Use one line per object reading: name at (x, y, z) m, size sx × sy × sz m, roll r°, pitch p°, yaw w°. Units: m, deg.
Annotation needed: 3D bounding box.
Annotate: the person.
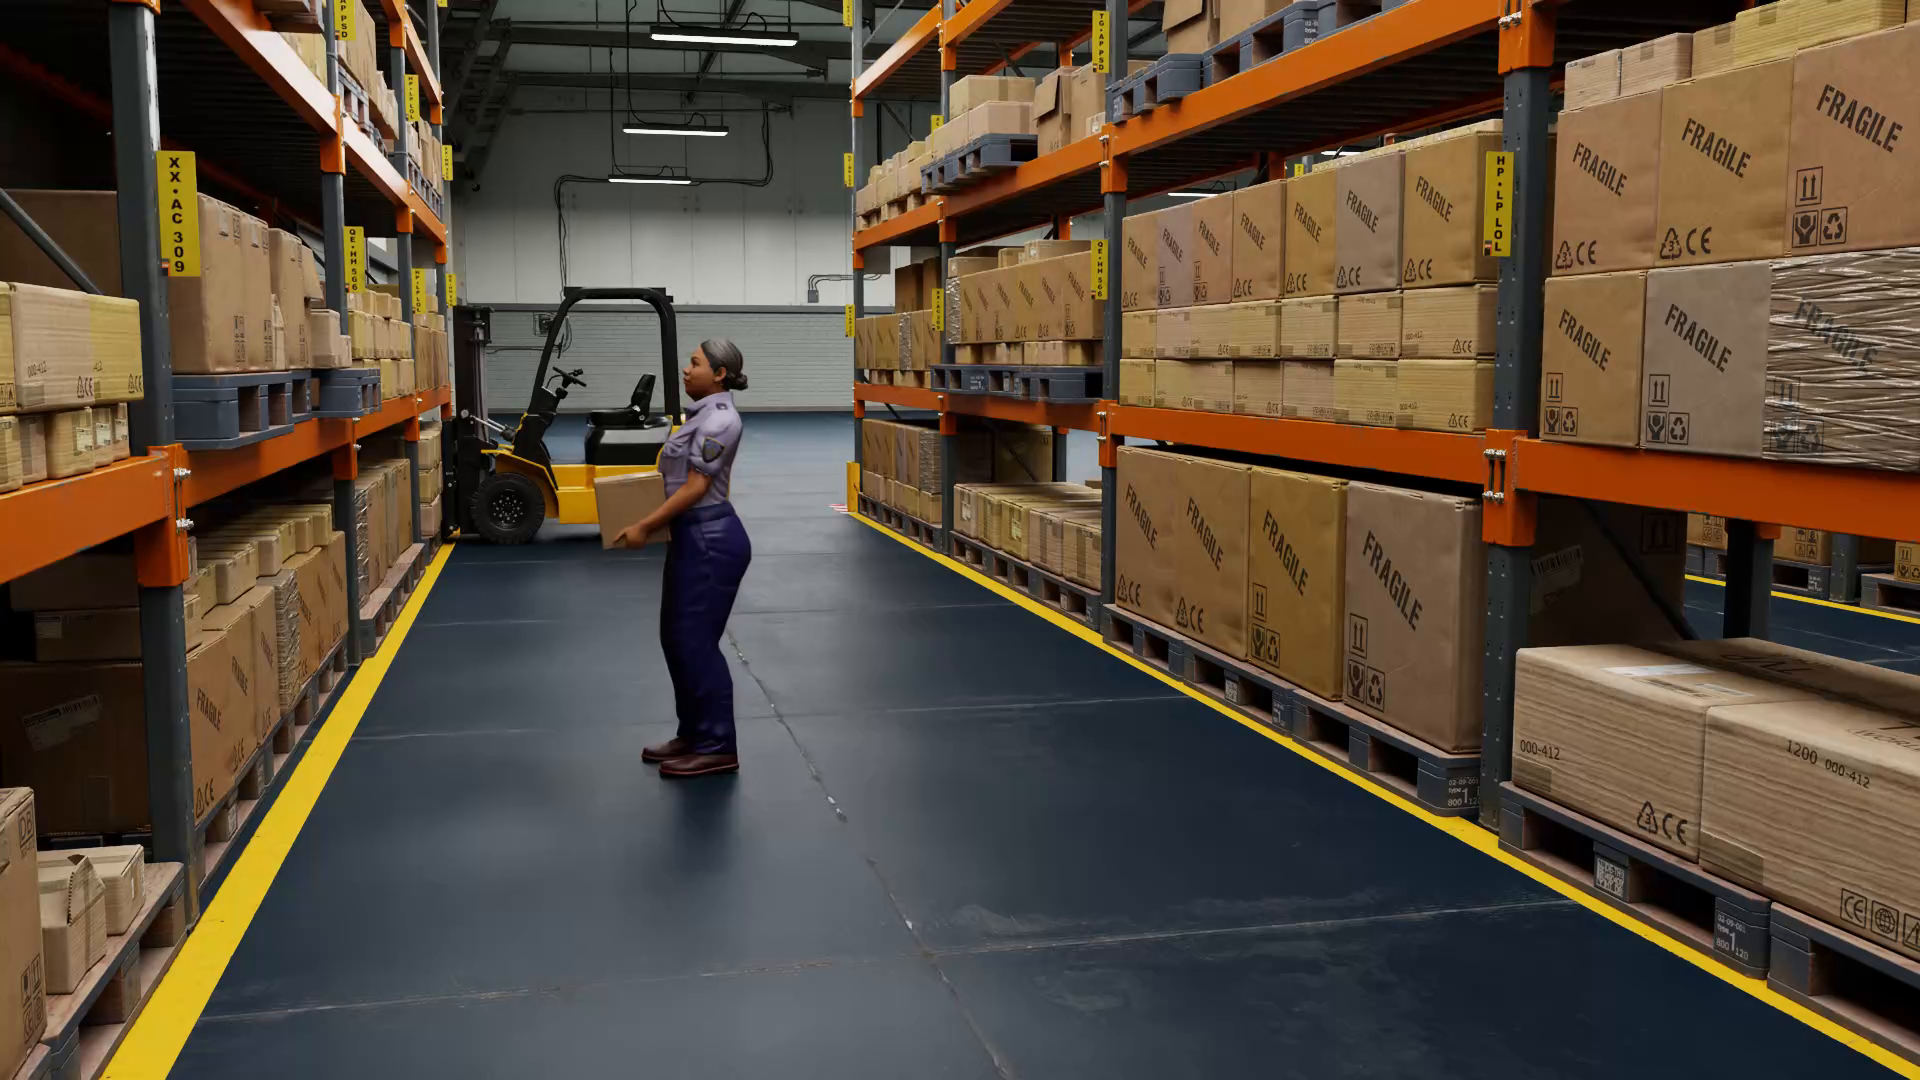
person at (-1.051, 0.060, 6.292) m, size 0.517 × 1.627 × 0.452 m, roll -1°, pitch 6°, yaw -13°
